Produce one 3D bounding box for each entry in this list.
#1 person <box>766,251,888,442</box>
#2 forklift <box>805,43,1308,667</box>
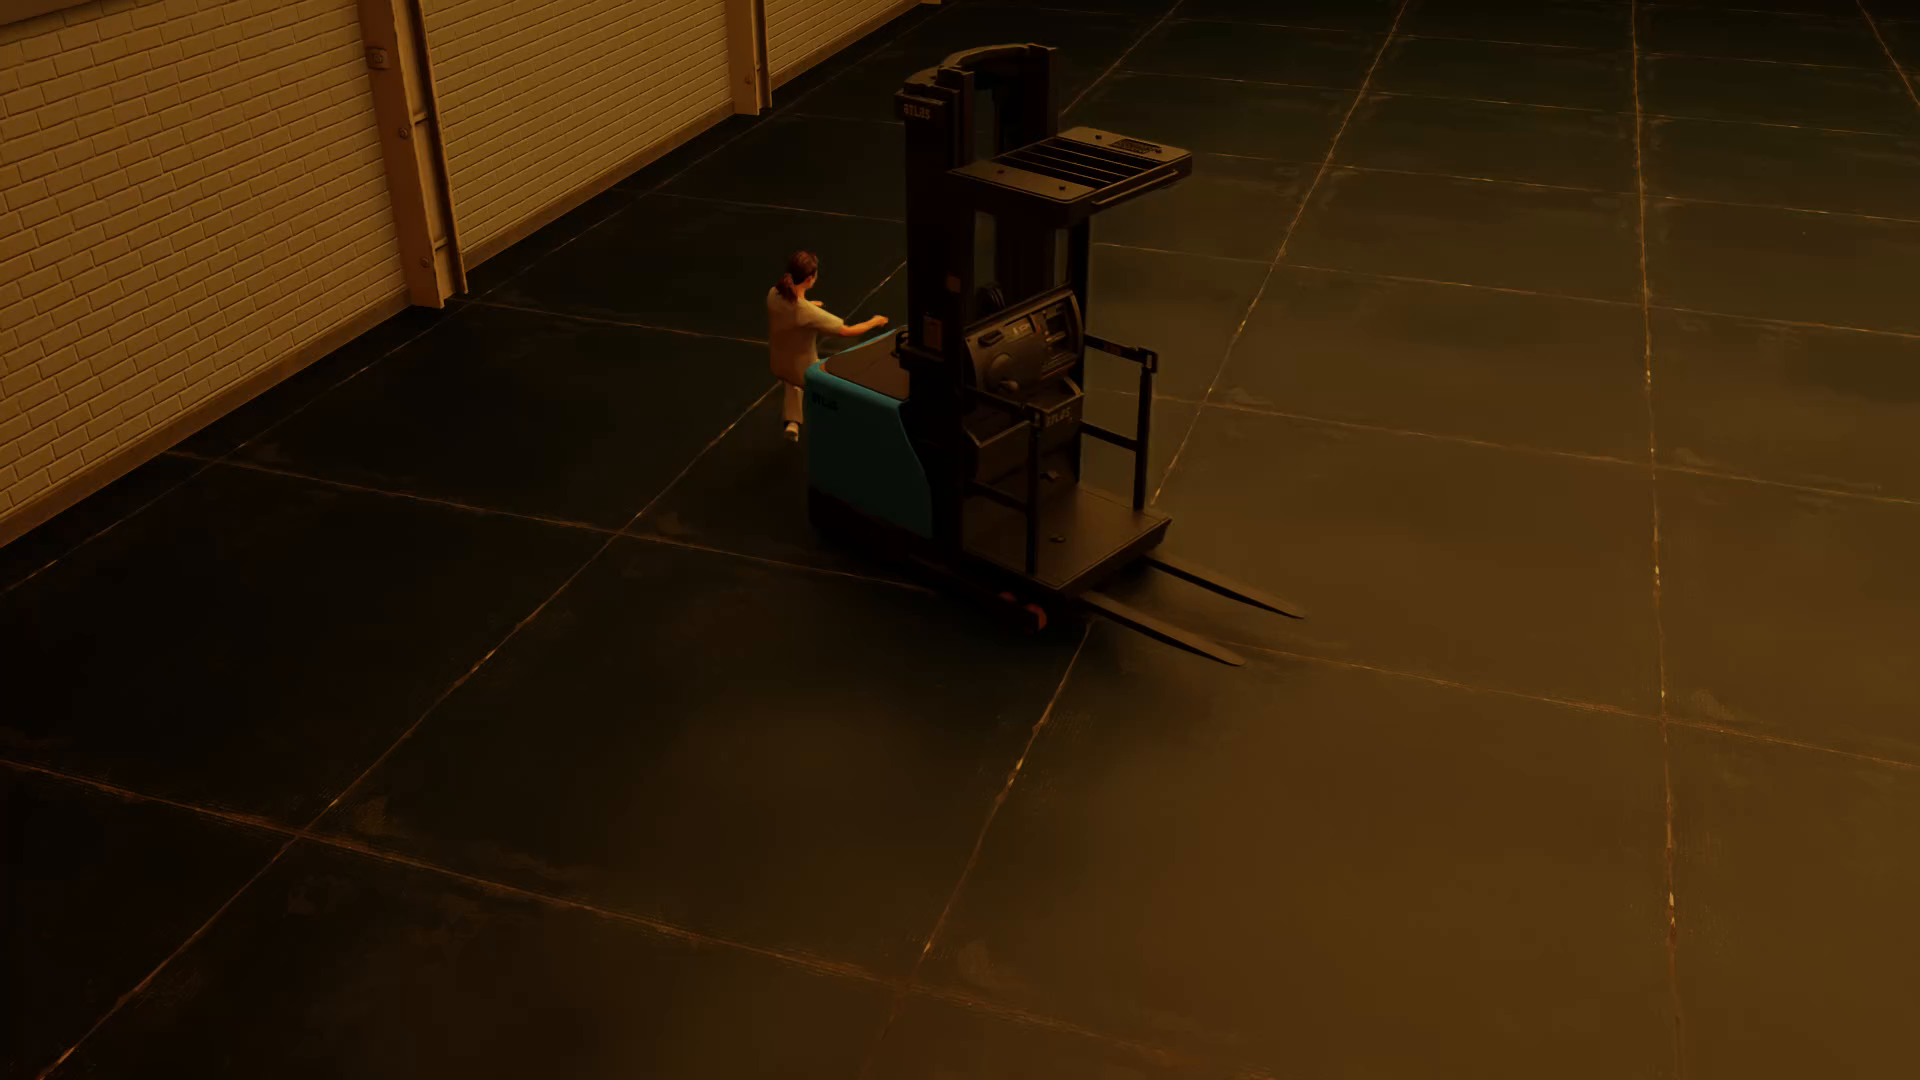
[{"bbox_3d":[-0.909,-1.210,10.731,0.807,1.479,0.721,20,35,31],"label":"person"},{"bbox_3d":[0.516,-1.050,8.978,3.031,2.935,1.130,23,37,35],"label":"forklift"}]
